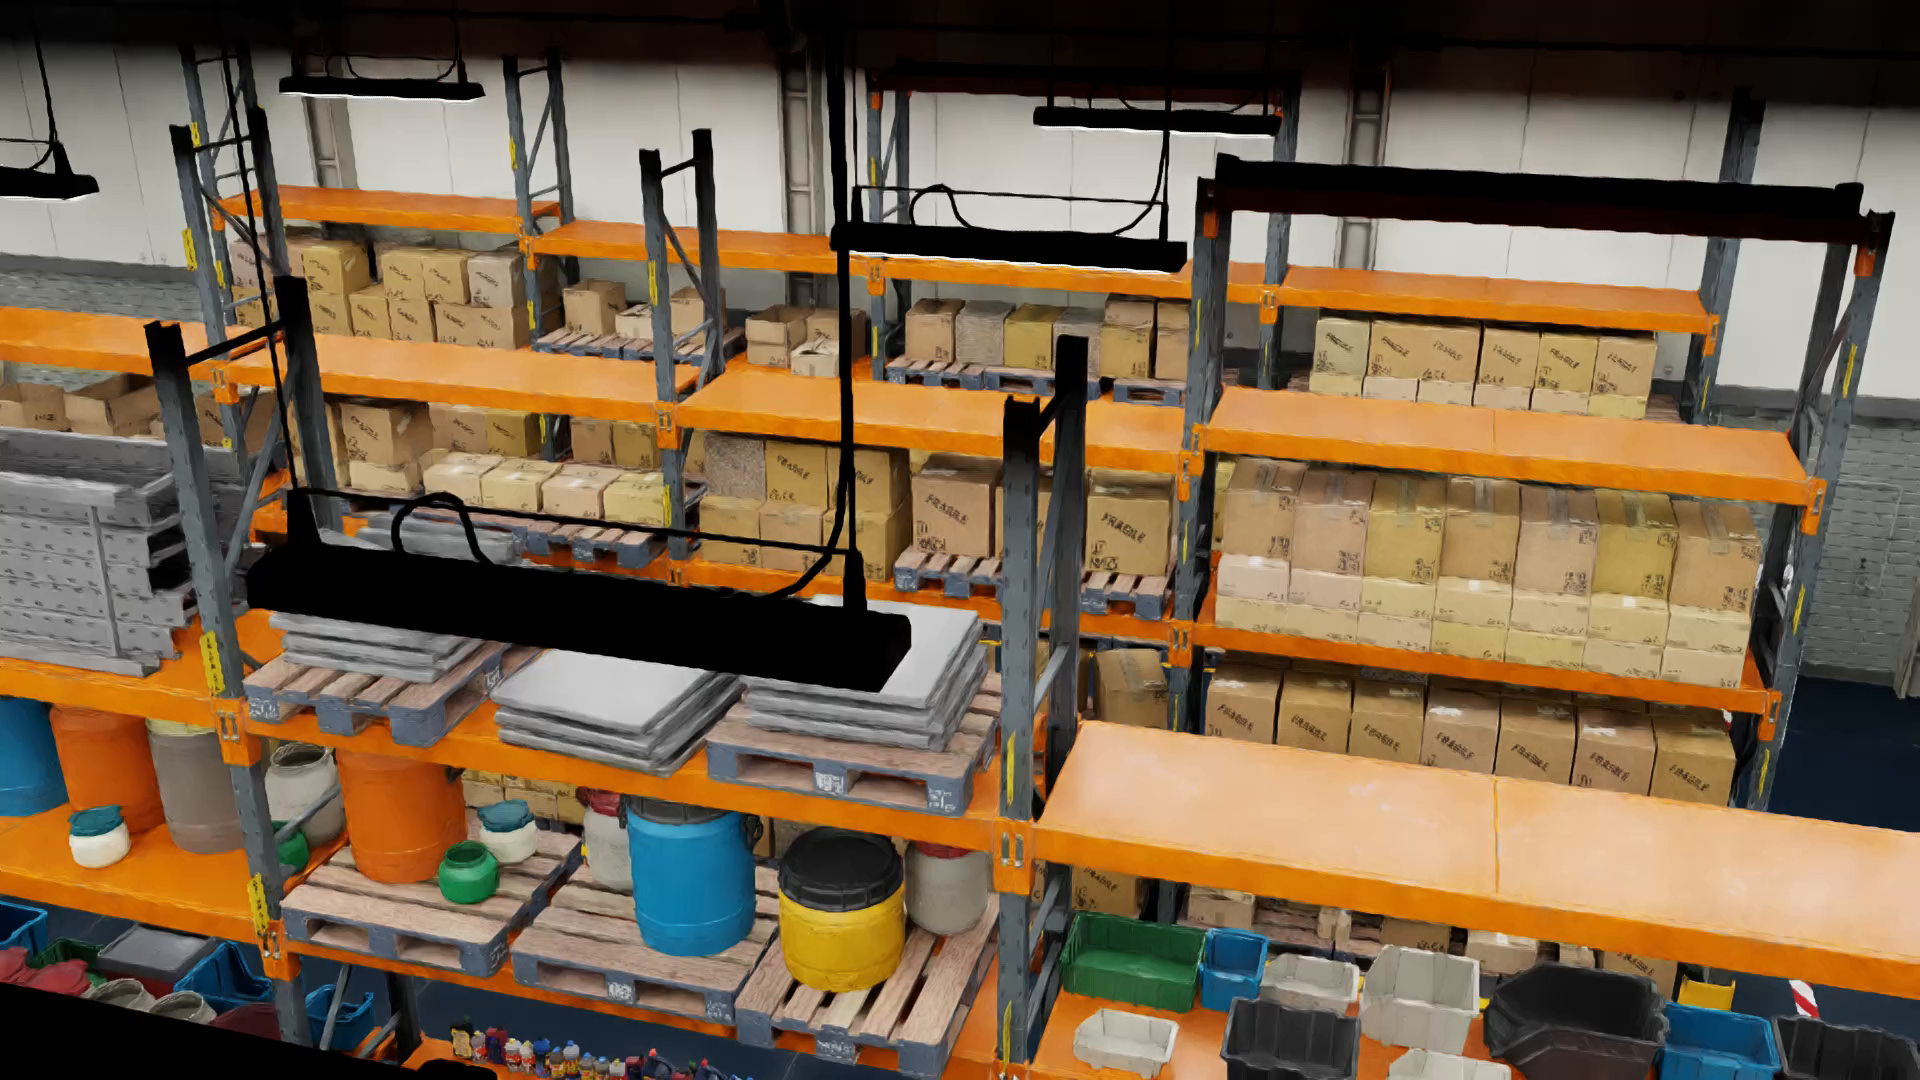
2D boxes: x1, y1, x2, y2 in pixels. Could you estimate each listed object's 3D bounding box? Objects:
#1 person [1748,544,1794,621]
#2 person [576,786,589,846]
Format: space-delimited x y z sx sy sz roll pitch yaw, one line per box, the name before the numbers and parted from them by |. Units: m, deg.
person | 8.175 0.803 16.670 0.559 1.656 0.733 -17 28 -35
person | -2.628 2.526 12.706 0.515 1.541 0.566 5 23 12
